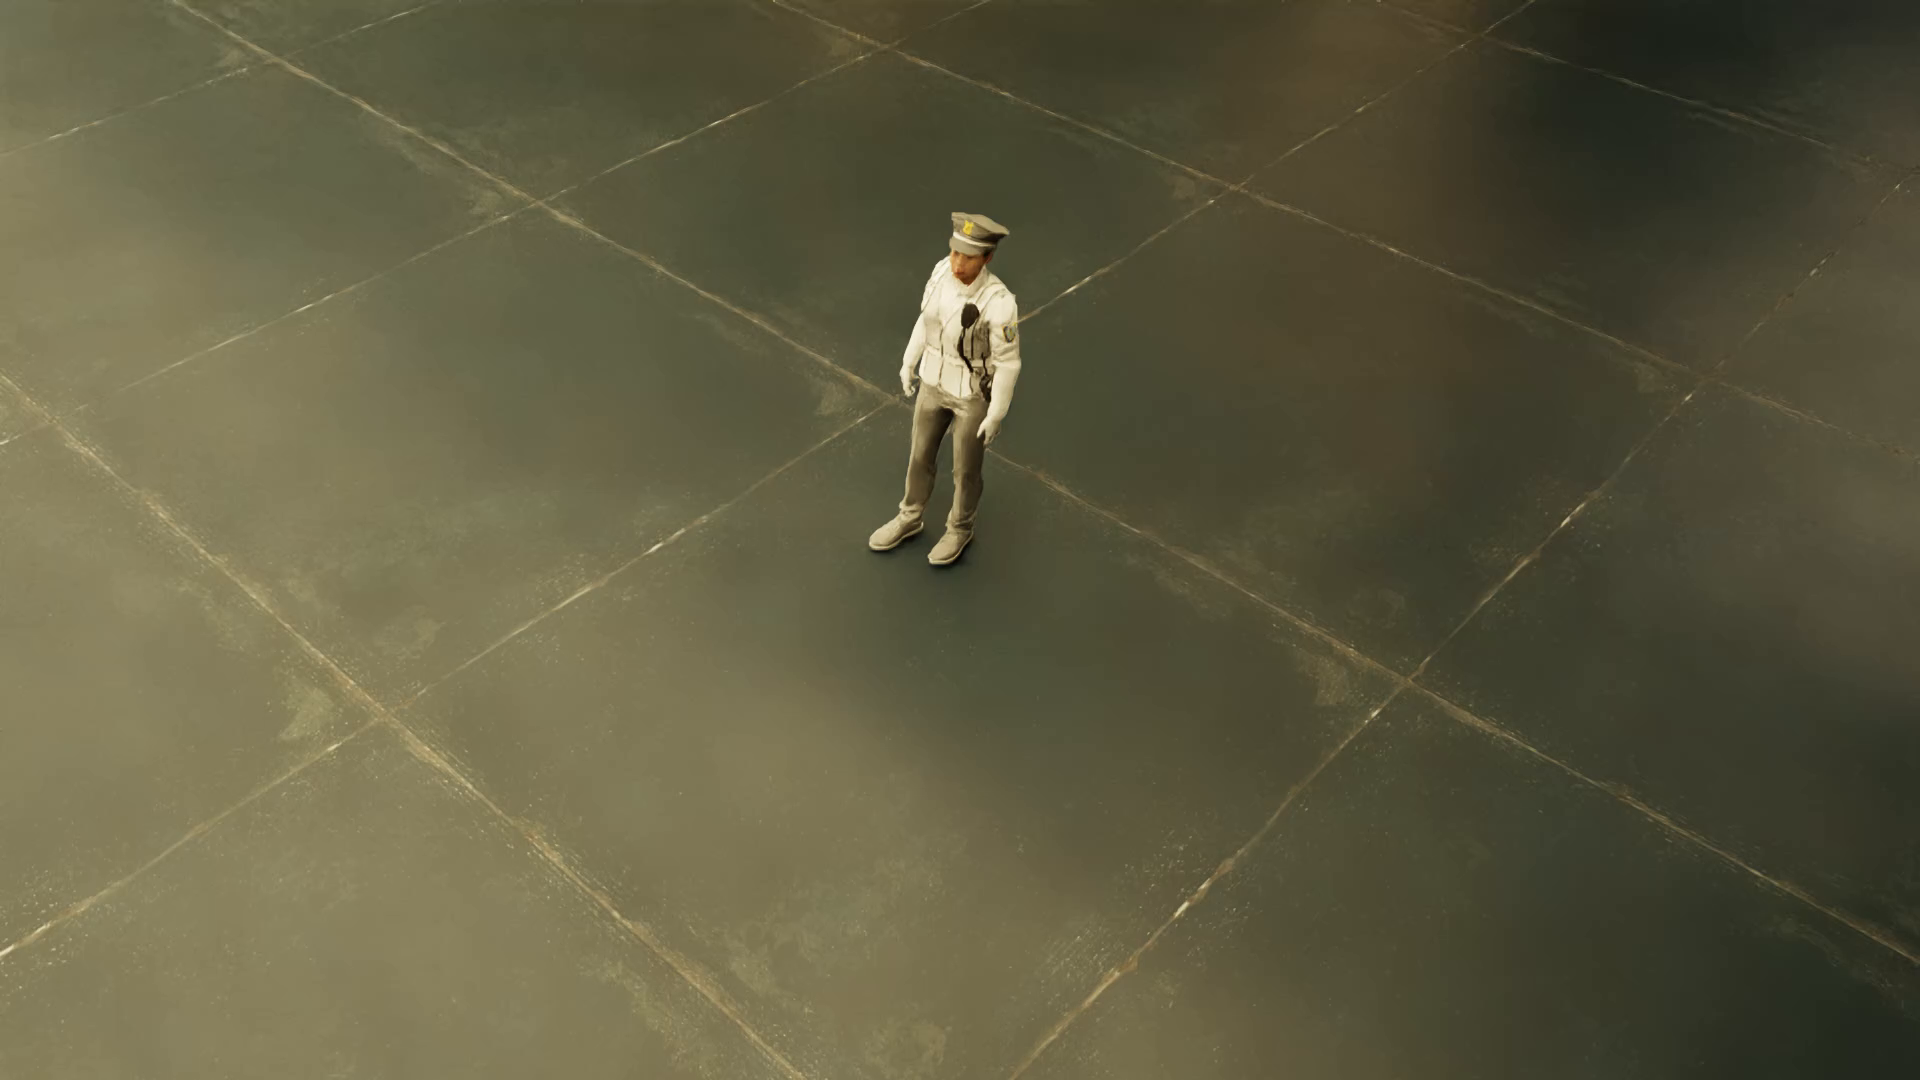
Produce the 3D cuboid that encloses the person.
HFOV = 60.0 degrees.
[{"bbox_3d":[-0.051,-0.619,7.089,0.586,1.695,0.532,31,49,31],"label":"person"}]
